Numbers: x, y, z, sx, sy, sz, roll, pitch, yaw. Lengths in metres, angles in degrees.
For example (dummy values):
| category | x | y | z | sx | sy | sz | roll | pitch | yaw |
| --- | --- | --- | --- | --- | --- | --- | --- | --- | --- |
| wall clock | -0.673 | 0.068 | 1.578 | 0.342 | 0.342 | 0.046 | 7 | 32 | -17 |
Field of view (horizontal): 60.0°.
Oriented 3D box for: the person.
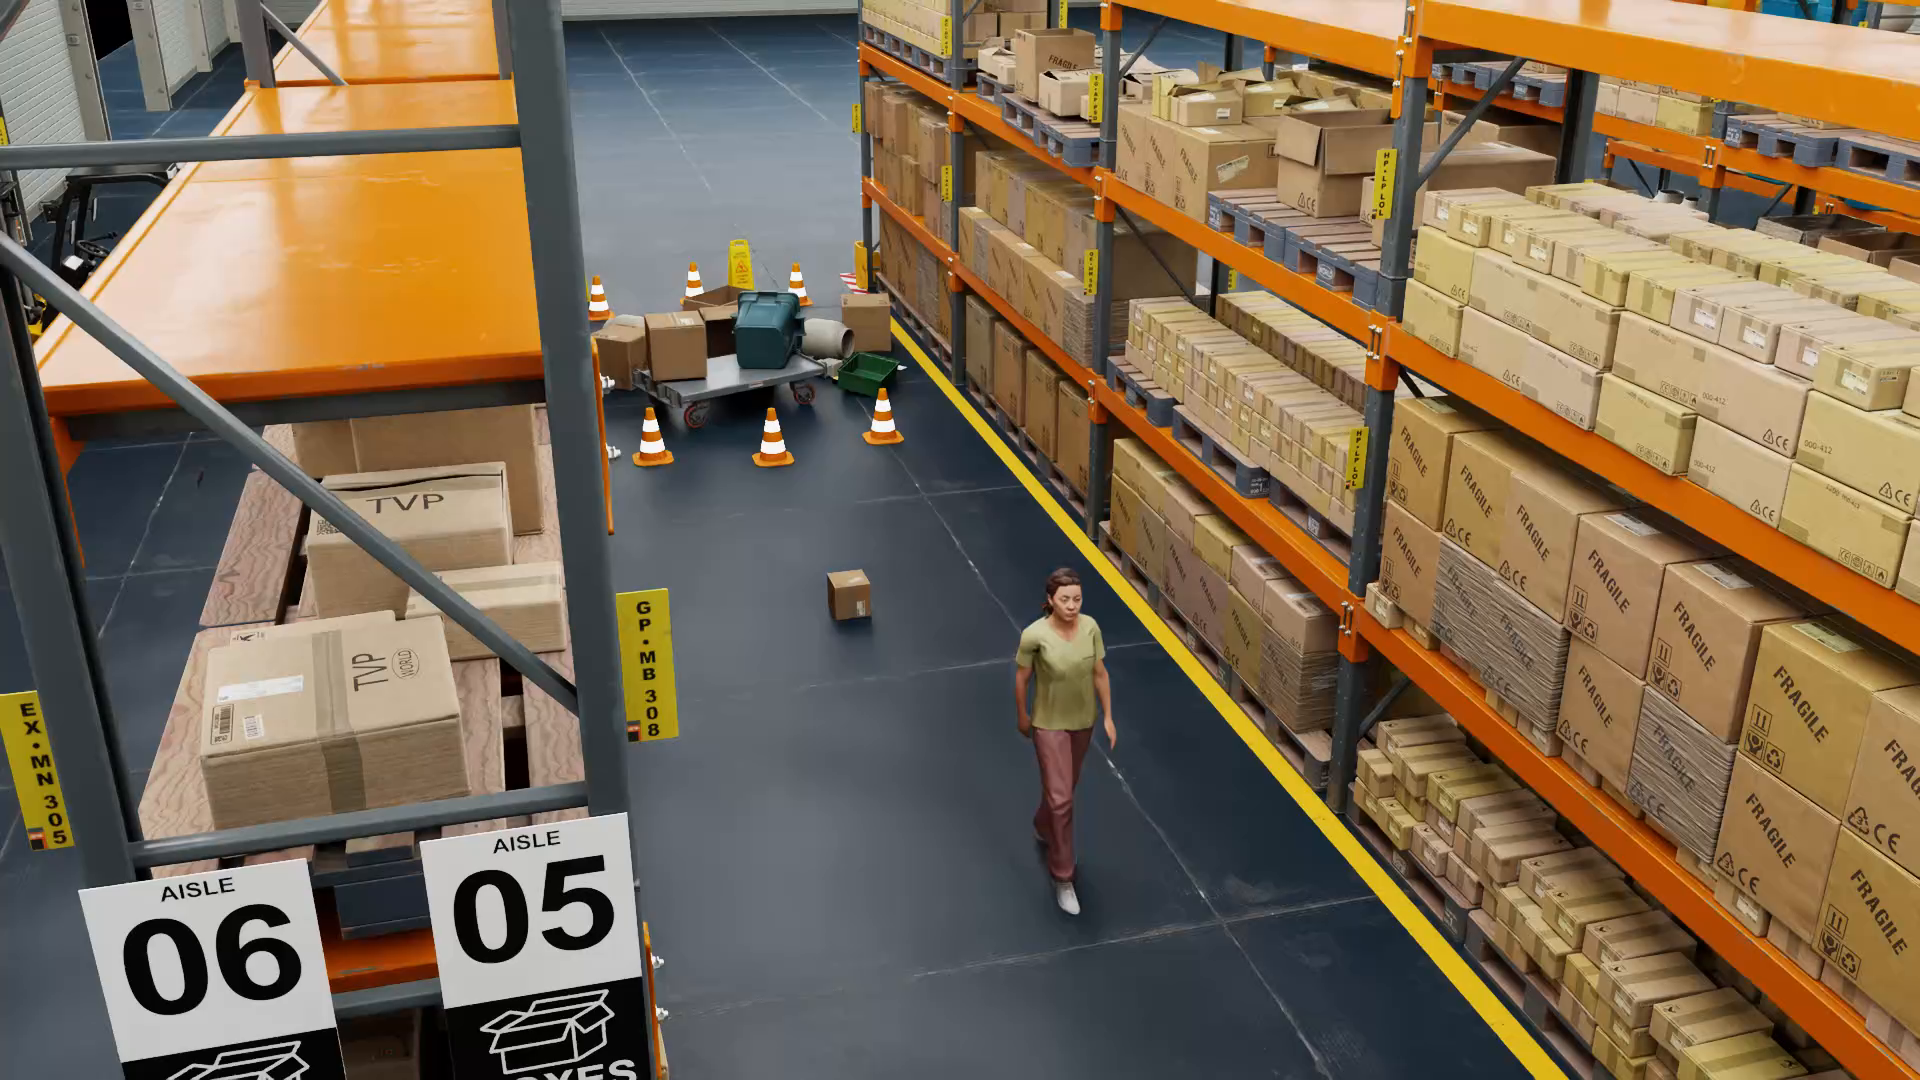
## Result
| category | x | y | z | sx | sy | sz | roll | pitch | yaw |
| --- | --- | --- | --- | --- | --- | --- | --- | --- | --- |
| person | 0.558 | 0.966 | 8.341 | 0.454 | 1.705 | 0.703 | -10 | 25 | -22 |
